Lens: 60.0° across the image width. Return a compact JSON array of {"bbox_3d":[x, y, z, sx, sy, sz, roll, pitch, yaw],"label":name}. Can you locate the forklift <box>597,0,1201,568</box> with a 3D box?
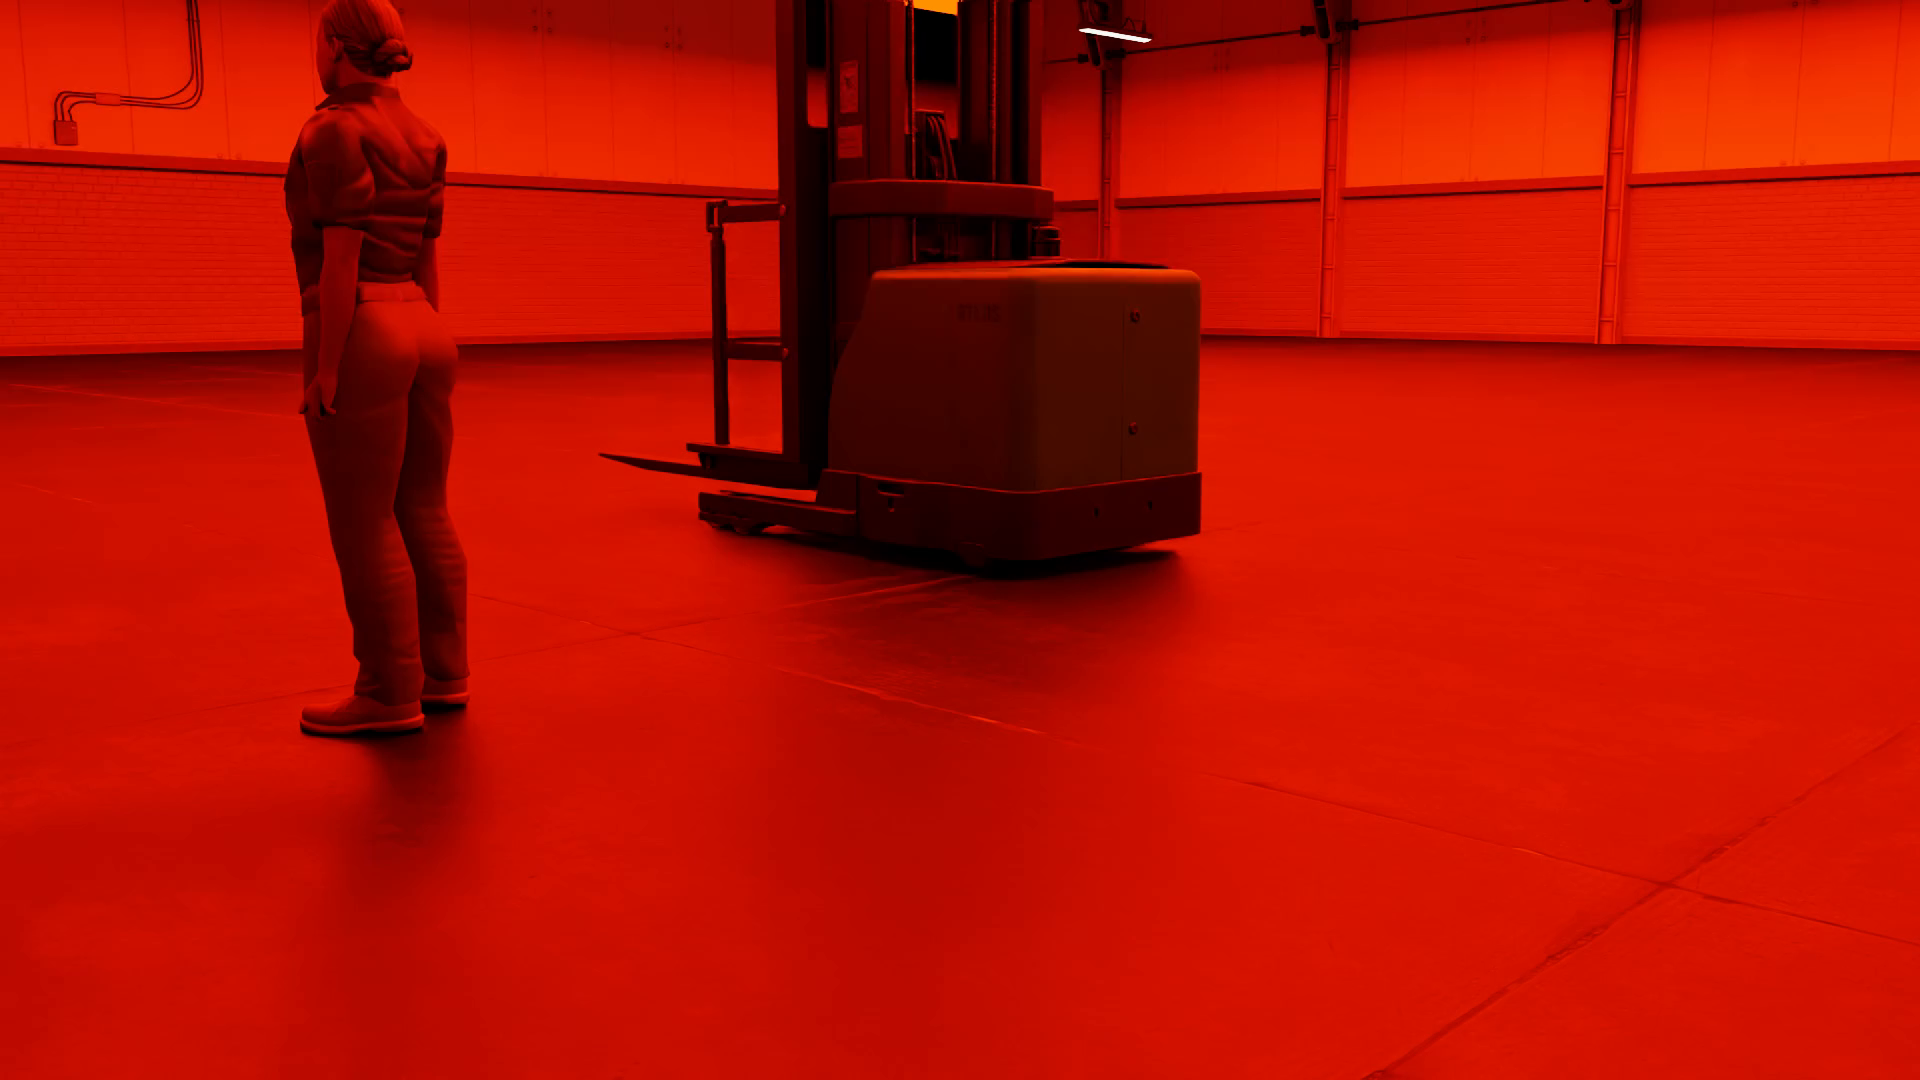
[{"bbox_3d":[-0.455,-1.516,6.941,1.130,2.935,3.031,-8,12,-43],"label":"forklift"}]

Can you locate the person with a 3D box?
[{"bbox_3d":[-1.349,-0.400,3.812,0.325,1.662,0.446,2,9,15],"label":"person"}]
